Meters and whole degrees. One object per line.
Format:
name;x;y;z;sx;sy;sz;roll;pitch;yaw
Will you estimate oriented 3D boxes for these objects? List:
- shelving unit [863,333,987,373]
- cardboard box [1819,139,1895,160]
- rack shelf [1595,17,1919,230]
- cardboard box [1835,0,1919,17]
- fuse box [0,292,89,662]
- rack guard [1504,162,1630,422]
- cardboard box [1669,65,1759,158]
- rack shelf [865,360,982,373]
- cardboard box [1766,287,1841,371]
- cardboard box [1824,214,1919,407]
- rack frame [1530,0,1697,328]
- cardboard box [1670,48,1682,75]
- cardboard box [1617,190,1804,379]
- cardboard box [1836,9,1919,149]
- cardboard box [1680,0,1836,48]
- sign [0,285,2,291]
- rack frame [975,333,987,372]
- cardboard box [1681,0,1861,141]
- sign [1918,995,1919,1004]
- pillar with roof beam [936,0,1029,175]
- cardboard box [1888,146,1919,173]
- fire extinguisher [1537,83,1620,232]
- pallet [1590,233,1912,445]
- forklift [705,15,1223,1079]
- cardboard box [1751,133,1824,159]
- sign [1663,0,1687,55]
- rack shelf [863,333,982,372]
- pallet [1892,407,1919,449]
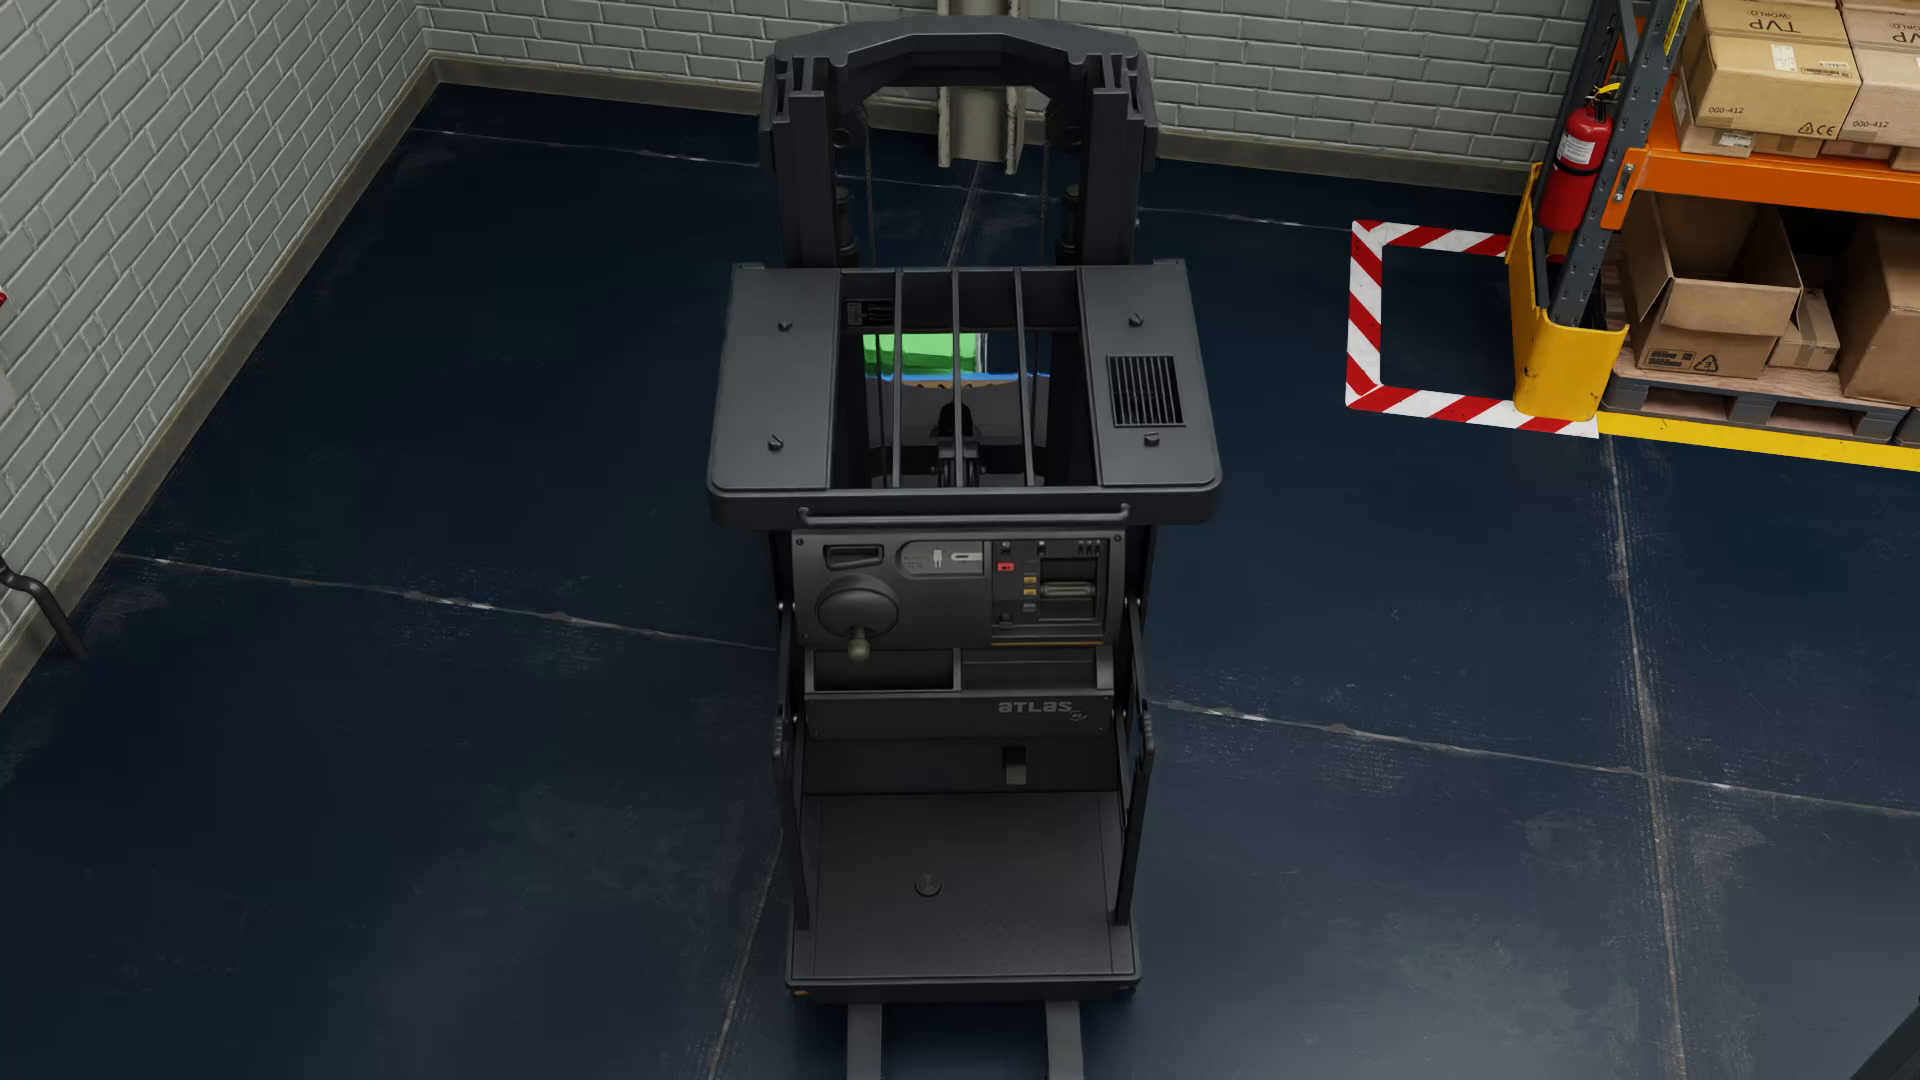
shelving unit;-0.167;-0.434;6.305;0.503;1.200;0.258;5;48;5
cardboard box;3.401;-1.628;6.337;0.250;0.149;0.380;7;48;6
rack shelf;4.571;-1.460;6.501;4.000;0.370;1.077;8;49;7
cardboard box;3.610;-2.079;6.474;0.500;0.250;0.500;8;49;7
fuse box;-3.312;-0.148;5.704;0.414;1.711;0.539;8;49;7
rack guard;2.678;-1.119;7.392;0.348;0.500;1.175;8;49;7
cardboard box;2.878;-1.637;6.345;0.250;0.149;0.380;7;48;7
rack shelf;-0.167;-0.551;6.174;0.480;0.148;0.258;5;48;5
cardboard box;3.599;-0.917;7.164;0.250;0.149;0.380;6;48;5
cardboard box;4.022;-0.978;6.982;0.500;0.500;0.700;9;49;8
rack frame;2.603;-1.965;6.471;0.127;3.000;1.000;8;49;7
cardboard box;2.977;-2.034;6.702;0.250;0.149;0.380;7;48;6
cardboard box;3.188;-1.121;7.108;0.637;0.503;0.797;6;48;5
cardboard box;3.498;-1.690;6.125;0.500;0.250;0.500;8;49;7
cardboard box;3.103;-2.148;6.536;0.500;0.250;0.500;9;49;8
sign;-3.428;-0.936;5.610;0.001;0.494;0.329;8;49;7
rack frame;0.075;-0.412;6.285;0.015;1.200;0.240;5;48;5
cardboard box;3.002;-1.757;6.185;0.500;0.250;0.500;8;49;7
sign;1.834;0.807;3.042;0.005;0.325;0.100;8;49;7
pillar with roof beam;-0.656;-1.835;2.321;0.400;9.000;9.100;8;49;7
cardboard box;3.639;-1.549;6.266;0.250;0.149;0.380;9;49;8
fire extinguisher;2.376;-1.496;6.352;0.183;0.674;0.296;8;49;7
pallet;3.462;-0.918;7.405;1.213;0.211;1.003;8;49;7
forklift;0.003;0.246;4.531;1.130;2.935;3.031;-1;48;-1
cardboard box;3.136;-1.637;6.345;0.250;0.149;0.380;9;49;8
sign;2.507;-1.857;5.792;0.005;0.325;0.100;8;49;7
rack shelf;-0.167;-0.712;5.995;0.480;0.148;0.258;5;48;5
pallet;4.659;-0.755;7.259;1.213;0.211;1.003;8;49;7
